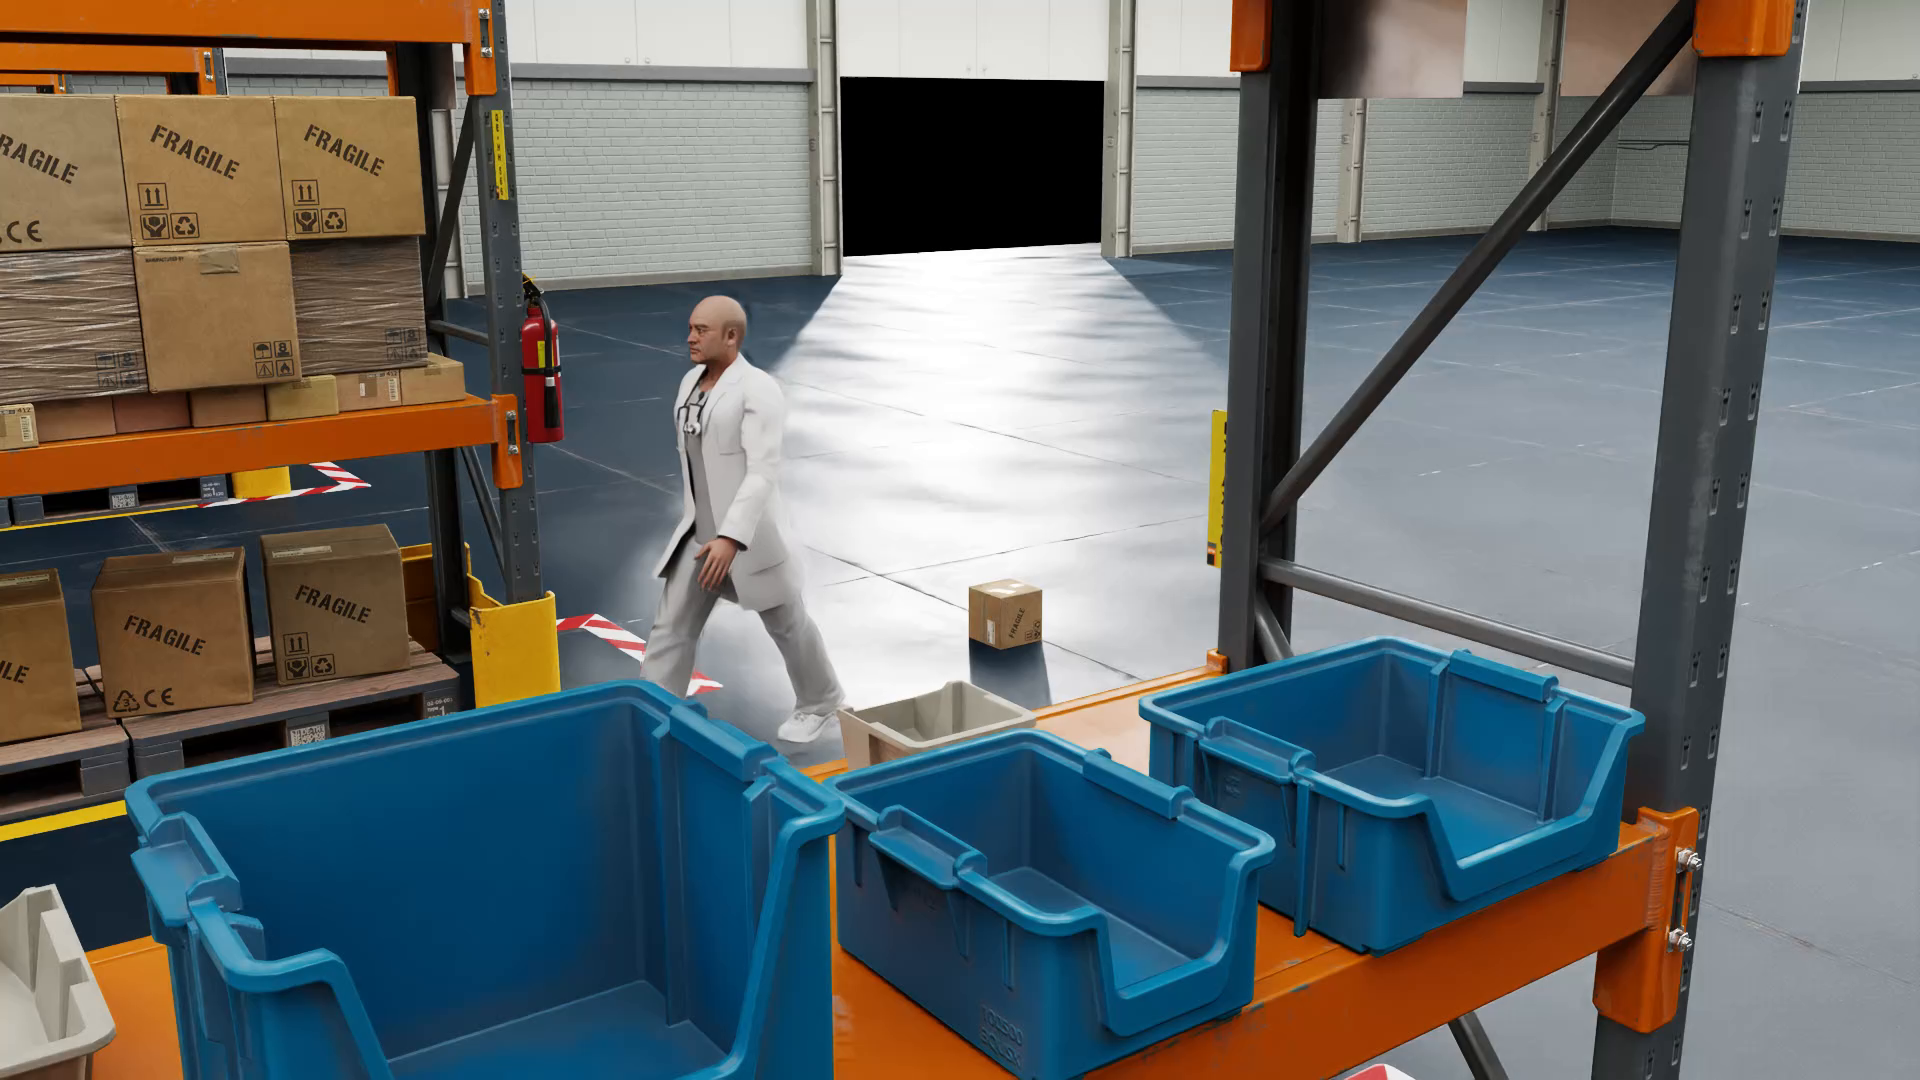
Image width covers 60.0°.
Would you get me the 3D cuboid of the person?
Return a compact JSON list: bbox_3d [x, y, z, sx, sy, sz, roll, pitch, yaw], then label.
[{"bbox_3d":[-0.878,-0.019,6.054,0.632,1.722,1.123,12,18,39],"label":"person"}]
